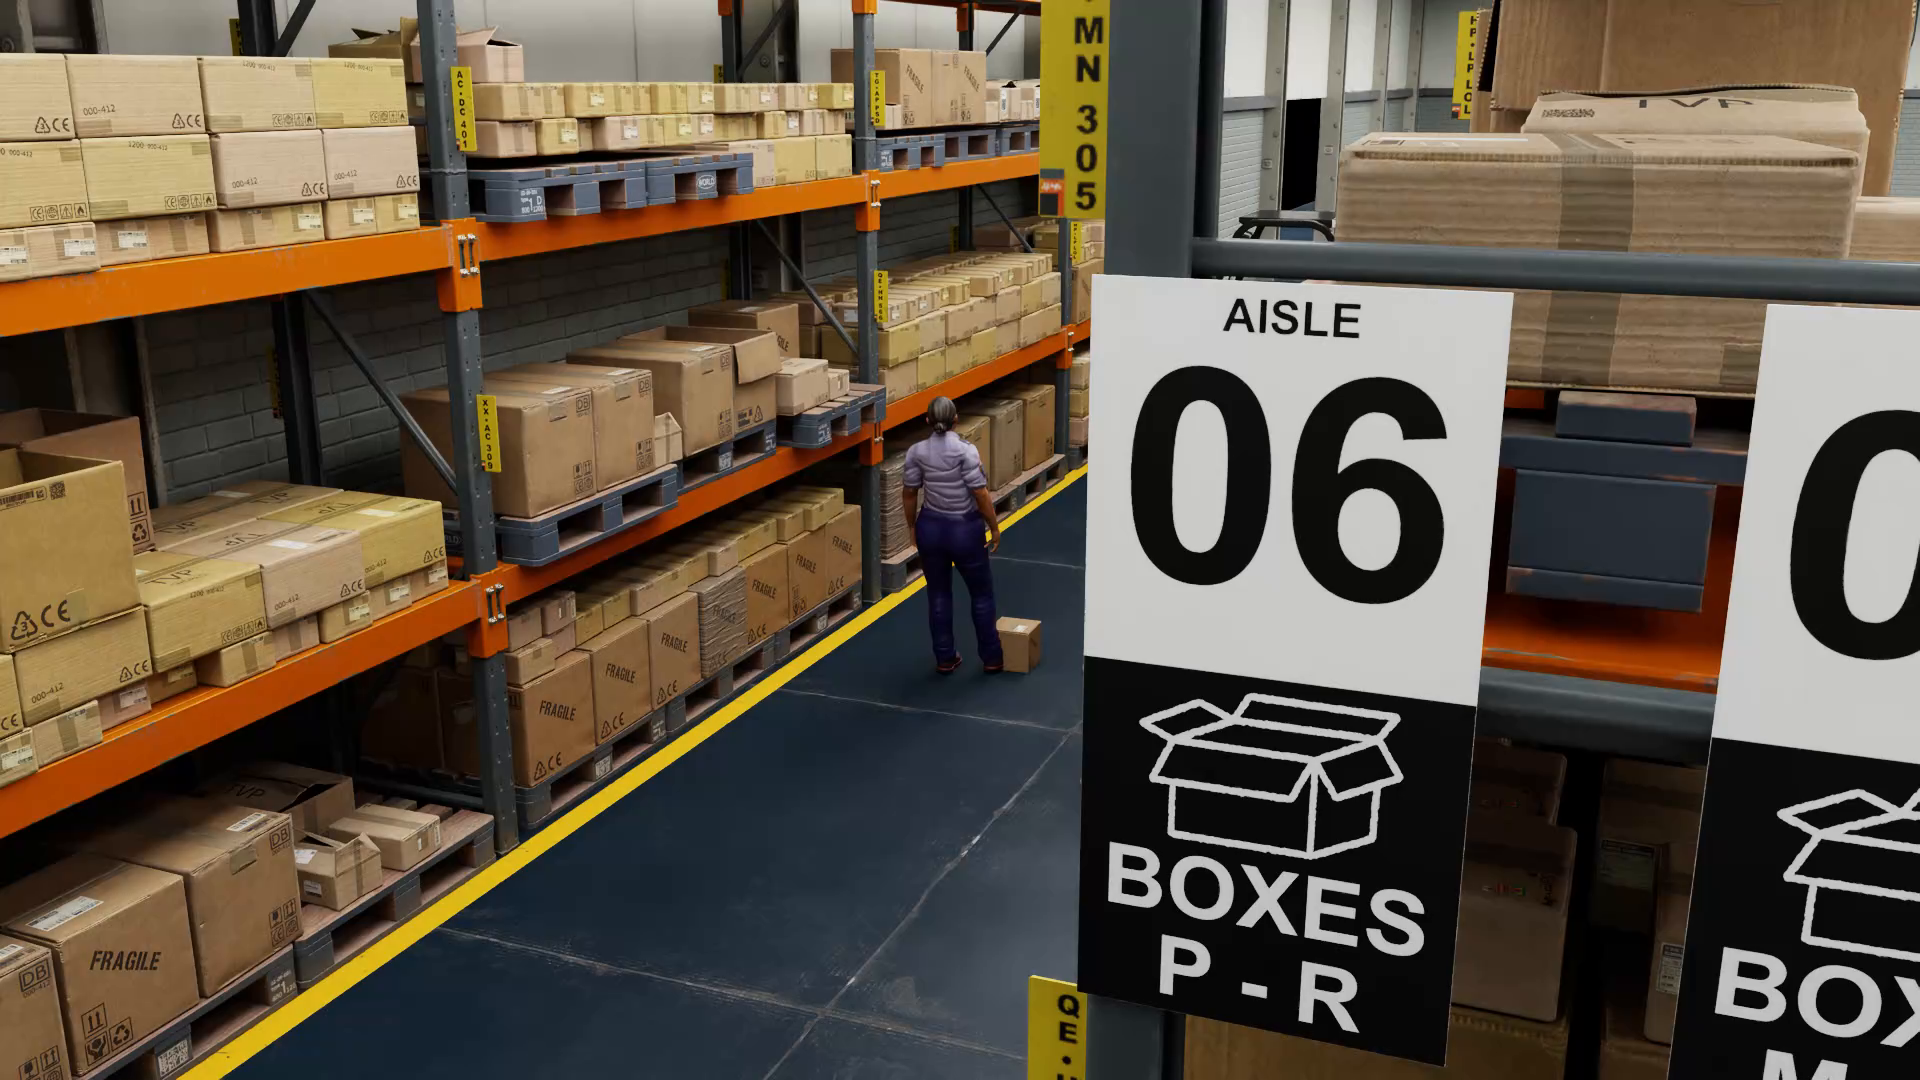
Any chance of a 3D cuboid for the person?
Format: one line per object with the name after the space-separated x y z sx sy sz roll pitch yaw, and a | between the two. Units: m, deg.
-0.004 -0.041 9.661 0.599 1.651 0.504 6 17 21 | person
